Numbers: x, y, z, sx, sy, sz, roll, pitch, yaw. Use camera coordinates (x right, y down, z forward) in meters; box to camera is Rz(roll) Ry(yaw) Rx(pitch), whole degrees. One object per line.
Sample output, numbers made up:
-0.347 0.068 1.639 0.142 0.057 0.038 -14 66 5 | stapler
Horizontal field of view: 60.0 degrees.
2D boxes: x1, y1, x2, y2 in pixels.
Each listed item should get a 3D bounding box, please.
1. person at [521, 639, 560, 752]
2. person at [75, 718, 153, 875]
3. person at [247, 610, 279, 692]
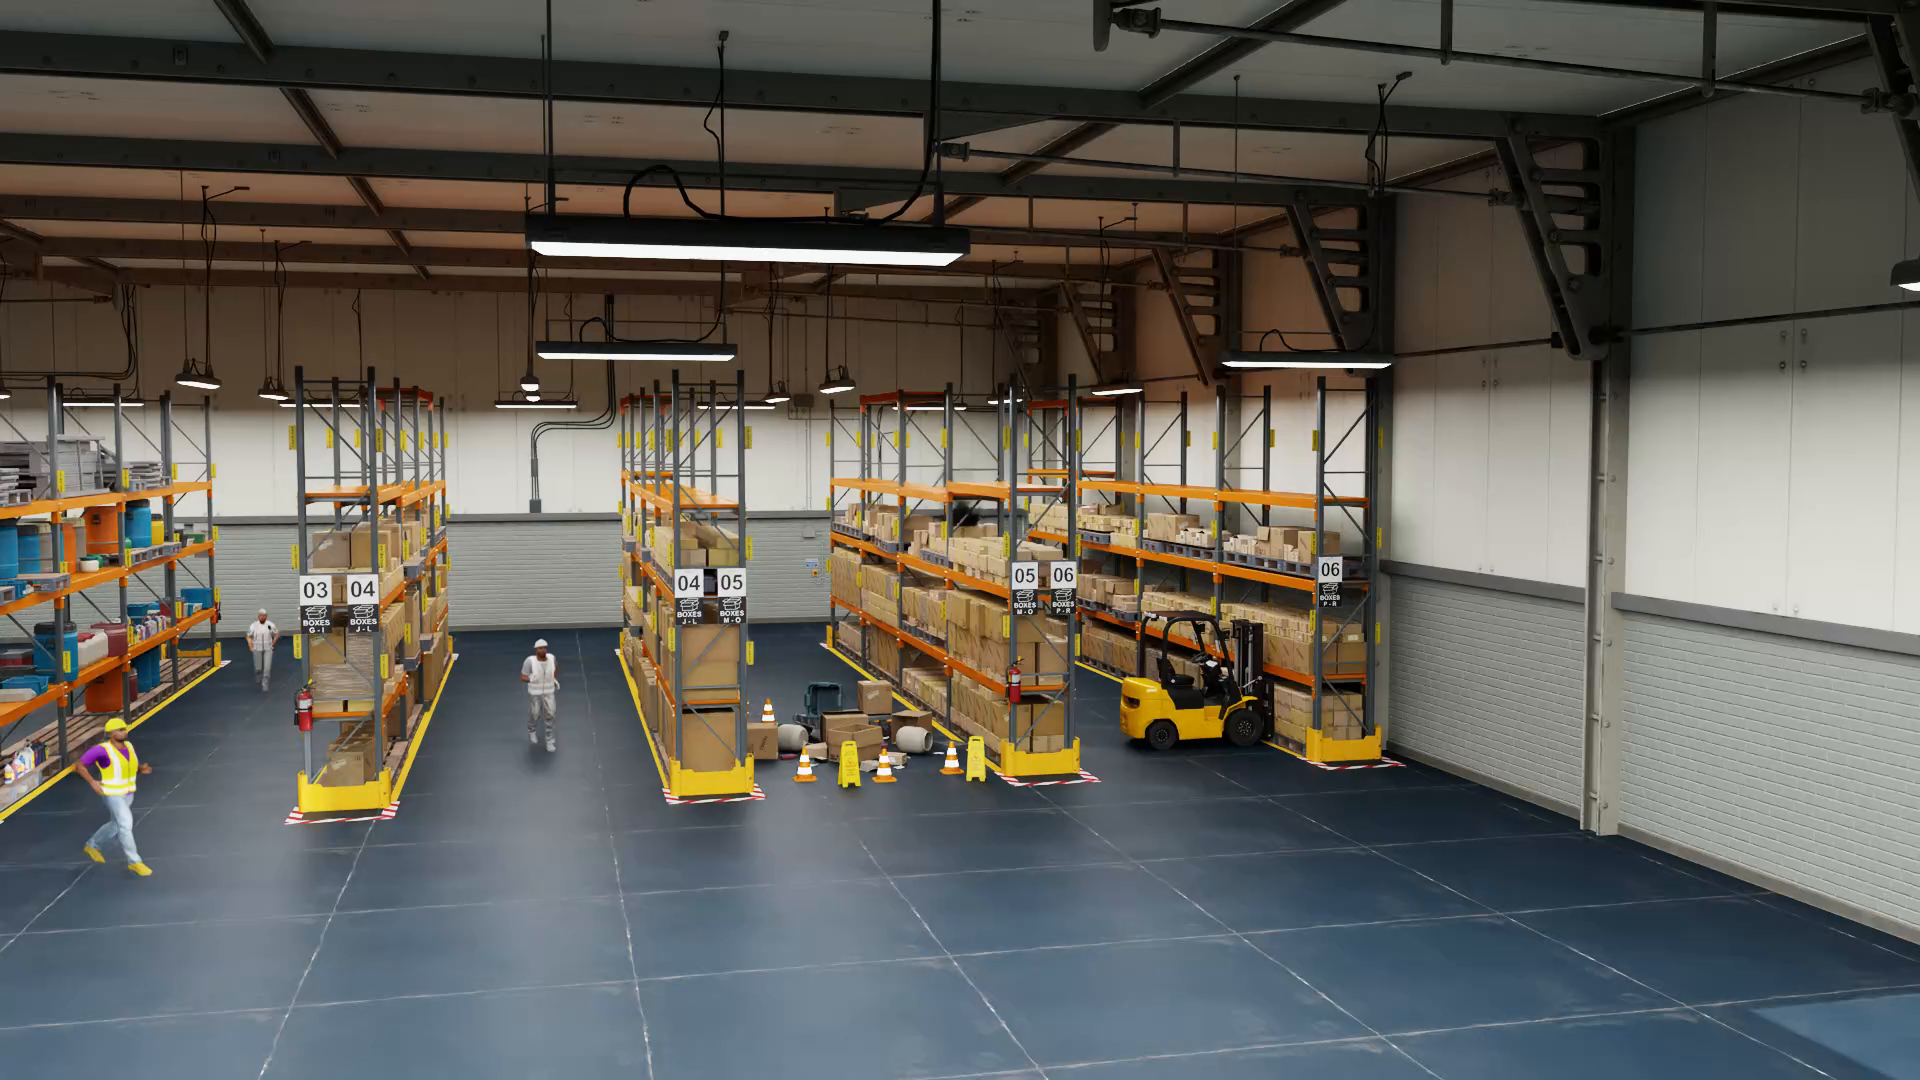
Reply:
-6.794 2.485 26.933 0.645 1.785 0.977 -2 4 -27 | person
-9.757 2.953 19.276 0.943 1.788 0.694 1 3 12 | person
-14.014 2.209 33.446 0.607 1.632 0.596 -2 4 -25 | person
